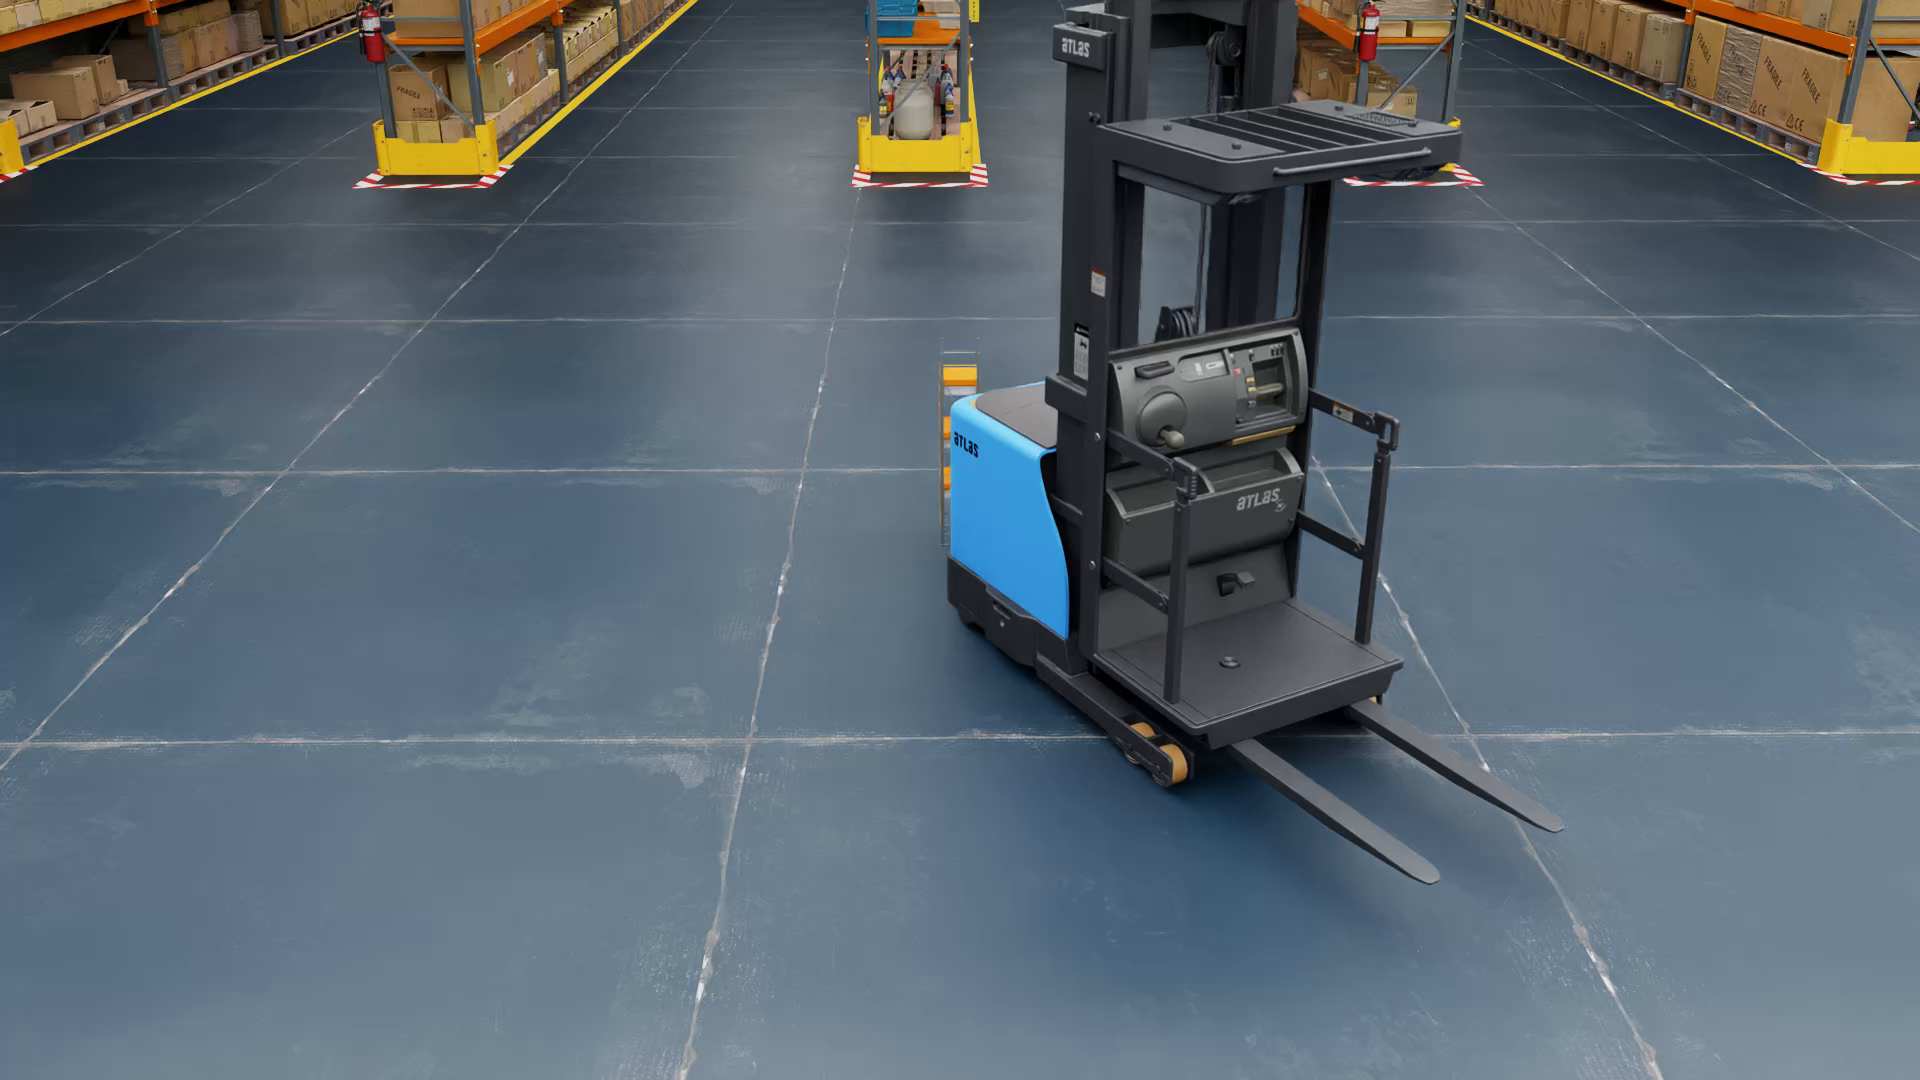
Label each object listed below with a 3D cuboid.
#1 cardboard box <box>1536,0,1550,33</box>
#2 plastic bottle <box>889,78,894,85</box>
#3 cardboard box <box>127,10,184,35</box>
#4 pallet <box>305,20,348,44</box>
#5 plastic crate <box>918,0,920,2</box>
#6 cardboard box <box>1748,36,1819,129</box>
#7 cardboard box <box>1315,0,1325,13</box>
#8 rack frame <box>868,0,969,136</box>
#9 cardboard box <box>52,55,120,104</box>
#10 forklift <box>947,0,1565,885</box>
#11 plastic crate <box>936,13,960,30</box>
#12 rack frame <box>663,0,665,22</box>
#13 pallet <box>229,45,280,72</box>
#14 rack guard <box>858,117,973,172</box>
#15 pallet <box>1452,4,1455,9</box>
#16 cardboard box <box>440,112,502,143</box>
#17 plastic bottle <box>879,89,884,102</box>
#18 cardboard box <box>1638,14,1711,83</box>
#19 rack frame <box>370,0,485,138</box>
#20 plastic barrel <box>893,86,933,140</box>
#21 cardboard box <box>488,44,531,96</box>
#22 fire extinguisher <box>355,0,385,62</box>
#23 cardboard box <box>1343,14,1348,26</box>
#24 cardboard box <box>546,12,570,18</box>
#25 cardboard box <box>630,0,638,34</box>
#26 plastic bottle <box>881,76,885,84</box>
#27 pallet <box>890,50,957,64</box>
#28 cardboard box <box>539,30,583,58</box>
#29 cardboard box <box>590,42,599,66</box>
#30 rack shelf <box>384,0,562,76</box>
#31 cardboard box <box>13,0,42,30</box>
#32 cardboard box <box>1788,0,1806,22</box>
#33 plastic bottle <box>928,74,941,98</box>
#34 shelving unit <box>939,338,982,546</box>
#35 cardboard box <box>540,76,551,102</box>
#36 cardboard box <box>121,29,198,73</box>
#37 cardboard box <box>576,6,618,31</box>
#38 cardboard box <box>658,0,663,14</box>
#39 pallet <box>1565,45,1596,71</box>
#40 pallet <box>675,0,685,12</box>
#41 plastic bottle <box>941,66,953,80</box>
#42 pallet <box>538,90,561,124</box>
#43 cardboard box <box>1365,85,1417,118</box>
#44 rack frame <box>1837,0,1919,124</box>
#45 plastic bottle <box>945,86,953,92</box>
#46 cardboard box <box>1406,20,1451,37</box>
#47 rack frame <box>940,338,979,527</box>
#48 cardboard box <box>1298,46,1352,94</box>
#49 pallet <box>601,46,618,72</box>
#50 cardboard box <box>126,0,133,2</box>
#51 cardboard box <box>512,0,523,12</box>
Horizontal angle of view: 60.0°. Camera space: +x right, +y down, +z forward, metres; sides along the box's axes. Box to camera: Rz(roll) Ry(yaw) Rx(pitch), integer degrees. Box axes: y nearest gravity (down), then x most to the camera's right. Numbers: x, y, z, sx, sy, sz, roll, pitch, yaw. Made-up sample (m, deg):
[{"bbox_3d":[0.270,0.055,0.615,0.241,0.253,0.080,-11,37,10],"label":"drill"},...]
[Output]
[{"bbox_3d":[9.145,-8.033,25.395,0.500,0.500,0.500,1,24,2],"label":"cardboard box"},{"bbox_3d":[-0.819,-5.330,19.672,0.097,0.271,0.097,0,24,0],"label":"plastic bottle"},{"bbox_3d":[-10.394,-6.689,21.488,0.500,0.250,0.500,-1,24,-2],"label":"cardboard box"},{"bbox_3d":[-10.348,-8.005,26.193,1.003,0.211,1.213,0,24,-1],"label":"pallet"},{"bbox_3d":[-0.576,-6.601,19.780,0.767,0.338,0.504,0,24,-1],"label":"plastic crate"},{"bbox_3d":[9.418,-5.065,18.377,0.875,0.875,0.875,-1,24,-1],"label":"cardboard box"},{"bbox_3d":[4.230,-6.045,18.781,0.380,0.149,0.250,0,24,-1],"label":"cardboard box"},{"bbox_3d":[-0.411,-5.197,16.601,1.000,3.000,0.127,0,24,-1],"label":"rack frame"},{"bbox_3d":[-10.309,-5.435,19.626,0.500,0.500,0.500,-2,24,-5],"label":"cardboard box"},{"bbox_3d":[1.116,-0.576,6.466,1.130,2.935,3.031,-13,28,-27],"label":"forklift"},{"bbox_3d":[-0.099,-5.447,17.474,0.298,0.136,0.250,0,24,-1],"label":"plastic crate"},{"bbox_3d":[-5.495,-10.121,27.488,1.000,3.000,0.127,0,24,-1],"label":"rack frame"},{"bbox_3d":[-10.397,-6.856,23.654,1.003,0.211,1.213,0,24,-1],"label":"pallet"},{"bbox_3d":[-0.458,-4.089,17.185,1.175,0.500,0.348,0,24,-1],"label":"rack guard"},{"bbox_3d":[9.313,-9.655,29.841,1.003,0.211,1.213,0,24,-1],"label":"pallet"},{"bbox_3d":[-5.147,-4.337,17.526,0.500,0.250,0.500,0,24,-1],"label":"cardboard box"},{"bbox_3d":[-0.888,-4.963,18.845,0.061,0.283,0.133,0,24,1],"label":"plastic bottle"},{"bbox_3d":[9.363,-6.270,21.193,1.050,0.750,0.750,0,24,-1],"label":"cardboard box"},{"bbox_3d":[-5.364,-5.176,16.555,1.000,3.000,0.127,0,24,-1],"label":"rack frame"},{"bbox_3d":[-0.494,-4.526,17.626,0.421,0.512,0.421,0,24,0],"label":"plastic barrel"},{"bbox_3d":[-5.161,-5.297,18.738,0.500,0.500,0.500,0,24,-1],"label":"cardboard box"},{"bbox_3d":[-5.827,-5.090,16.459,0.296,0.674,0.183,0,24,-1],"label":"fire extinguisher"},{"bbox_3d":[4.289,-5.530,17.642,0.380,0.149,0.250,0,24,-1],"label":"cardboard box"},{"bbox_3d":[-5.725,-7.233,23.250,0.500,0.311,0.500,-1,24,-2],"label":"cardboard box"},{"bbox_3d":[-5.181,-7.939,25.163,0.500,0.500,0.500,-1,24,-2],"label":"cardboard box"},{"bbox_3d":[-0.898,-5.328,19.652,0.061,0.283,0.133,1,24,2],"label":"plastic bottle"},{"bbox_3d":[-0.528,-6.904,23.758,1.003,0.211,1.213,0,24,-1],"label":"pallet"},{"bbox_3d":[-5.163,-6.396,21.399,0.500,0.311,0.500,-1,24,-1],"label":"cardboard box"},{"bbox_3d":[-5.181,-6.564,22.450,0.500,0.250,0.500,0,24,0],"label":"cardboard box"},{"bbox_3d":[-5.385,-5.673,18.525,1.077,0.370,4.000,0,24,-1],"label":"rack shelf"},{"bbox_3d":[-10.025,-5.510,17.450,0.500,0.250,0.500,-1,24,-2],"label":"cardboard box"},{"bbox_3d":[9.545,-5.879,17.926,0.875,0.550,0.550,0,24,-1],"label":"cardboard box"},{"bbox_3d":[-0.305,-5.451,19.933,0.152,0.276,0.135,0,24,-1],"label":"plastic bottle"},{"bbox_3d":[-0.001,-0.500,8.582,0.215,1.050,0.252,0,24,-1],"label":"shelving unit"},{"bbox_3d":[-5.188,-5.367,19.803,0.500,0.250,0.500,0,24,-1],"label":"cardboard box"},{"bbox_3d":[-10.441,-6.378,21.712,0.700,0.500,0.500,-1,24,-2],"label":"cardboard box"},{"bbox_3d":[-5.199,-7.452,23.733,0.500,0.311,0.500,0,24,1],"label":"cardboard box"},{"bbox_3d":[-5.203,-8.981,27.466,0.500,0.500,0.500,0,24,-1],"label":"cardboard box"},{"bbox_3d":[9.349,-6.901,23.752,1.003,0.211,1.213,0,24,-1],"label":"pallet"},{"bbox_3d":[-5.517,-9.637,29.803,1.003,0.211,1.213,0,24,-1],"label":"pallet"},{"bbox_3d":[-0.157,-5.496,19.942,0.144,0.351,0.185,-1,24,-3],"label":"plastic bottle"},{"bbox_3d":[-5.441,-5.226,20.049,1.003,0.211,1.213,0,24,-1],"label":"pallet"},{"bbox_3d":[4.552,-4.529,17.648,0.500,0.500,0.500,4,25,9],"label":"cardboard box"},{"bbox_3d":[9.503,-5.200,16.607,1.000,3.000,0.127,0,24,-1],"label":"rack frame"},{"bbox_3d":[-0.124,-5.085,19.131,0.097,0.271,0.097,0,24,0],"label":"plastic bottle"},{"bbox_3d":[4.777,-5.223,16.964,0.380,0.149,0.250,0,24,-1],"label":"cardboard box"},{"bbox_3d":[-0.002,-0.551,8.694,0.200,1.050,0.008,0,24,-1],"label":"rack frame"},{"bbox_3d":[4.463,-5.755,20.358,0.500,0.500,0.500,-1,24,-2],"label":"cardboard box"},{"bbox_3d":[-5.481,-6.863,23.668,1.003,0.211,1.213,0,24,-1],"label":"pallet"},{"bbox_3d":[-10.052,-6.548,19.745,0.500,0.250,0.500,0,24,0],"label":"cardboard box"},{"bbox_3d":[-5.382,-6.263,18.837,0.700,0.500,0.500,0,24,0],"label":"cardboard box"}]
